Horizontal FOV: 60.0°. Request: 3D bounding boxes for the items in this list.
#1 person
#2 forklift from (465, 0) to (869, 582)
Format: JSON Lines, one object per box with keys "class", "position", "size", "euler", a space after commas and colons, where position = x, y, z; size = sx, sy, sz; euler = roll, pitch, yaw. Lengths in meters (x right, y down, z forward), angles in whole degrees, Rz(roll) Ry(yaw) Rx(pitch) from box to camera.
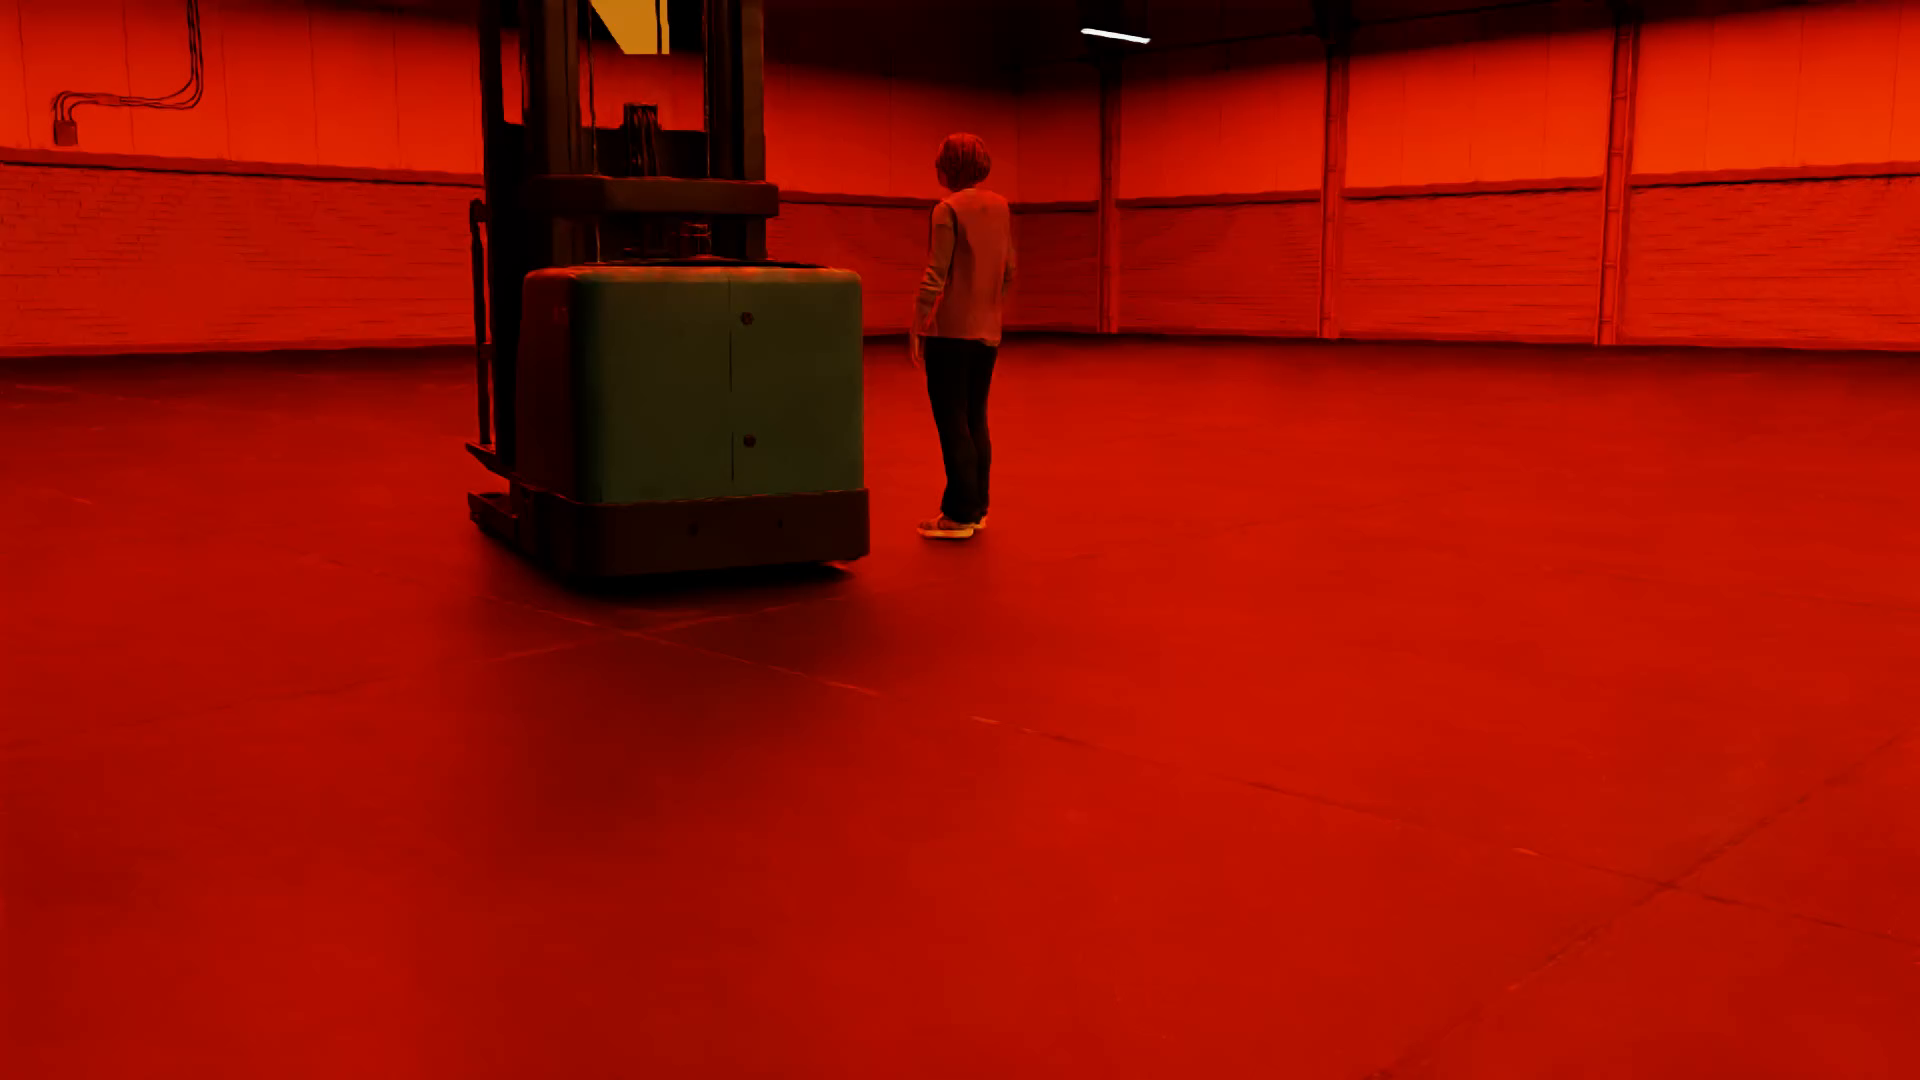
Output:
{"class": "person", "position": [-0.044, -0.806, 6.658], "size": [0.474, 1.597, 0.520], "euler": [8, 12, 43]}
{"class": "forklift", "position": [-1.422, -1.489, 6.762], "size": [1.130, 2.935, 3.031], "euler": [-4, 10, -26]}
